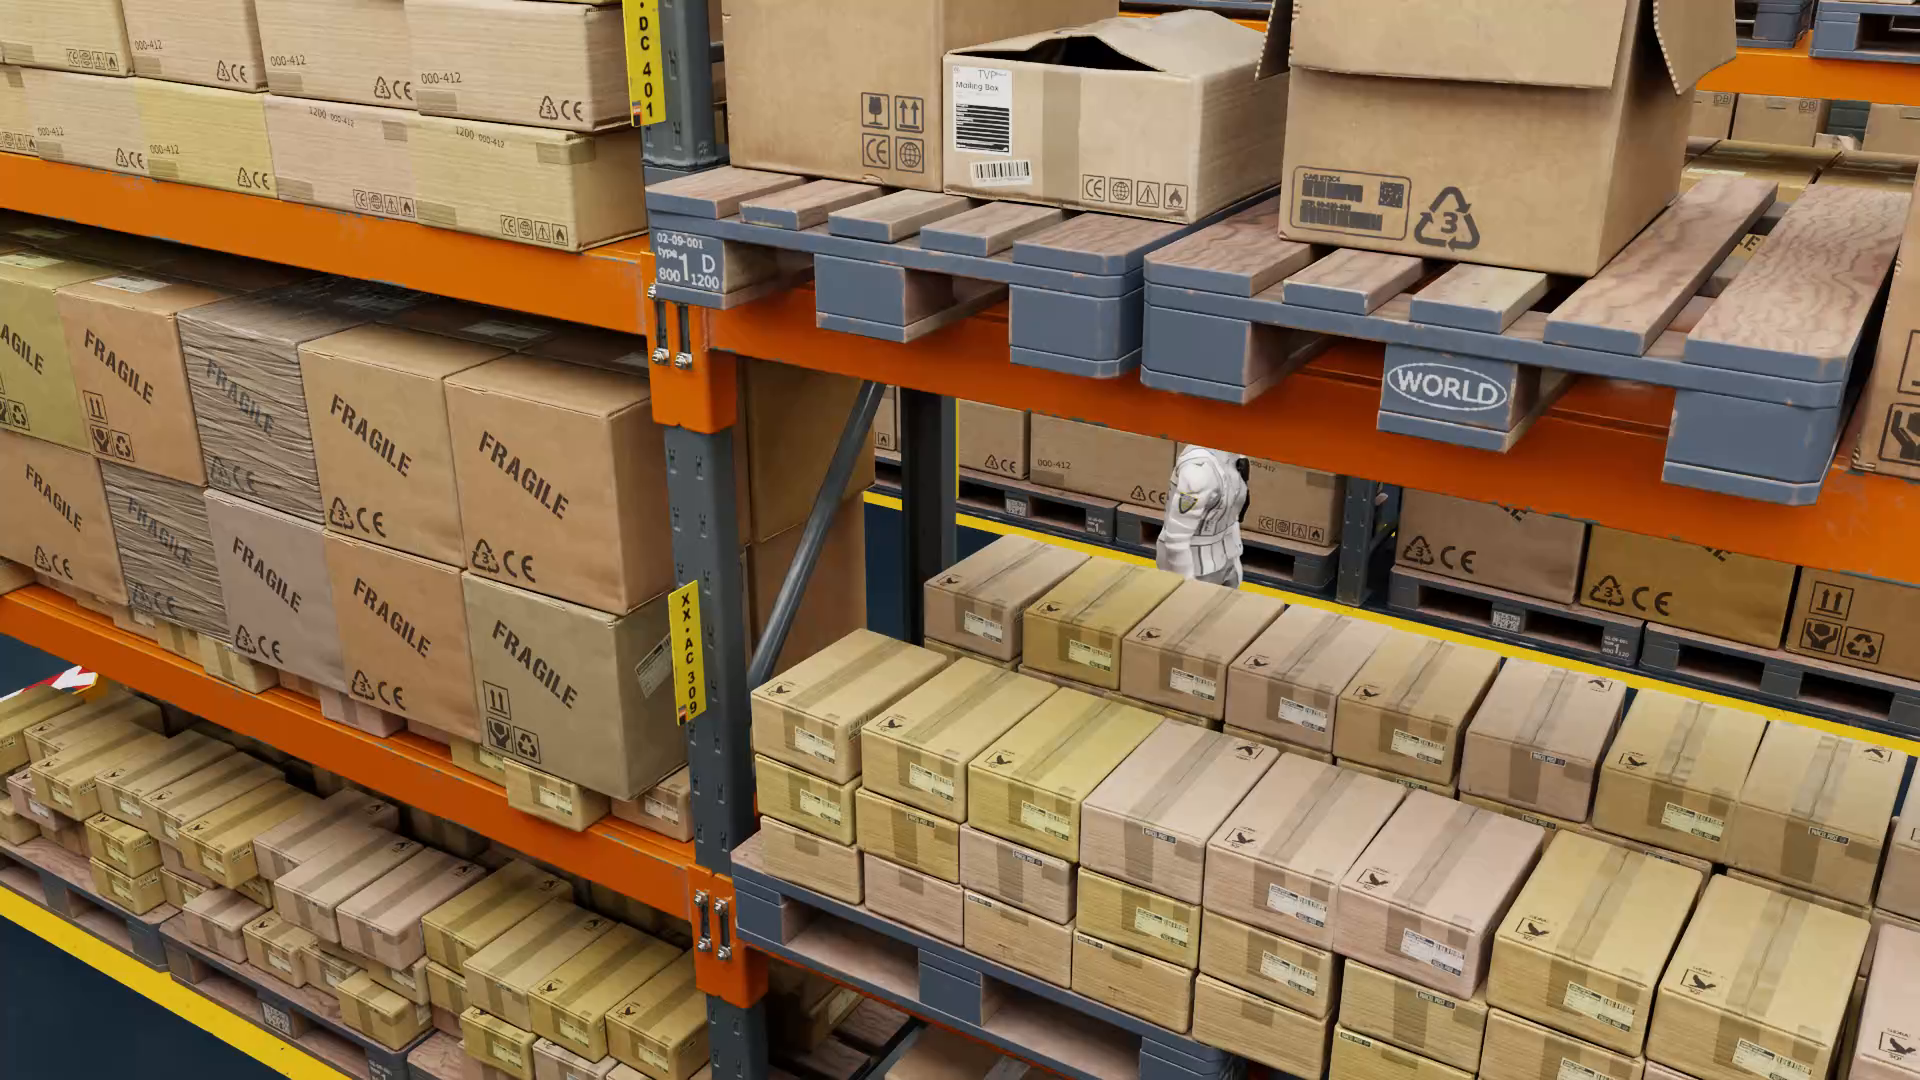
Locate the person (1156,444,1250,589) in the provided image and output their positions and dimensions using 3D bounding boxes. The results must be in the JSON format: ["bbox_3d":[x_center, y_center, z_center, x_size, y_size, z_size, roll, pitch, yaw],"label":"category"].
[{"bbox_3d":[0.998,0.145,6.754,0.372,1.663,0.530,14,27,29],"label":"person"}]
